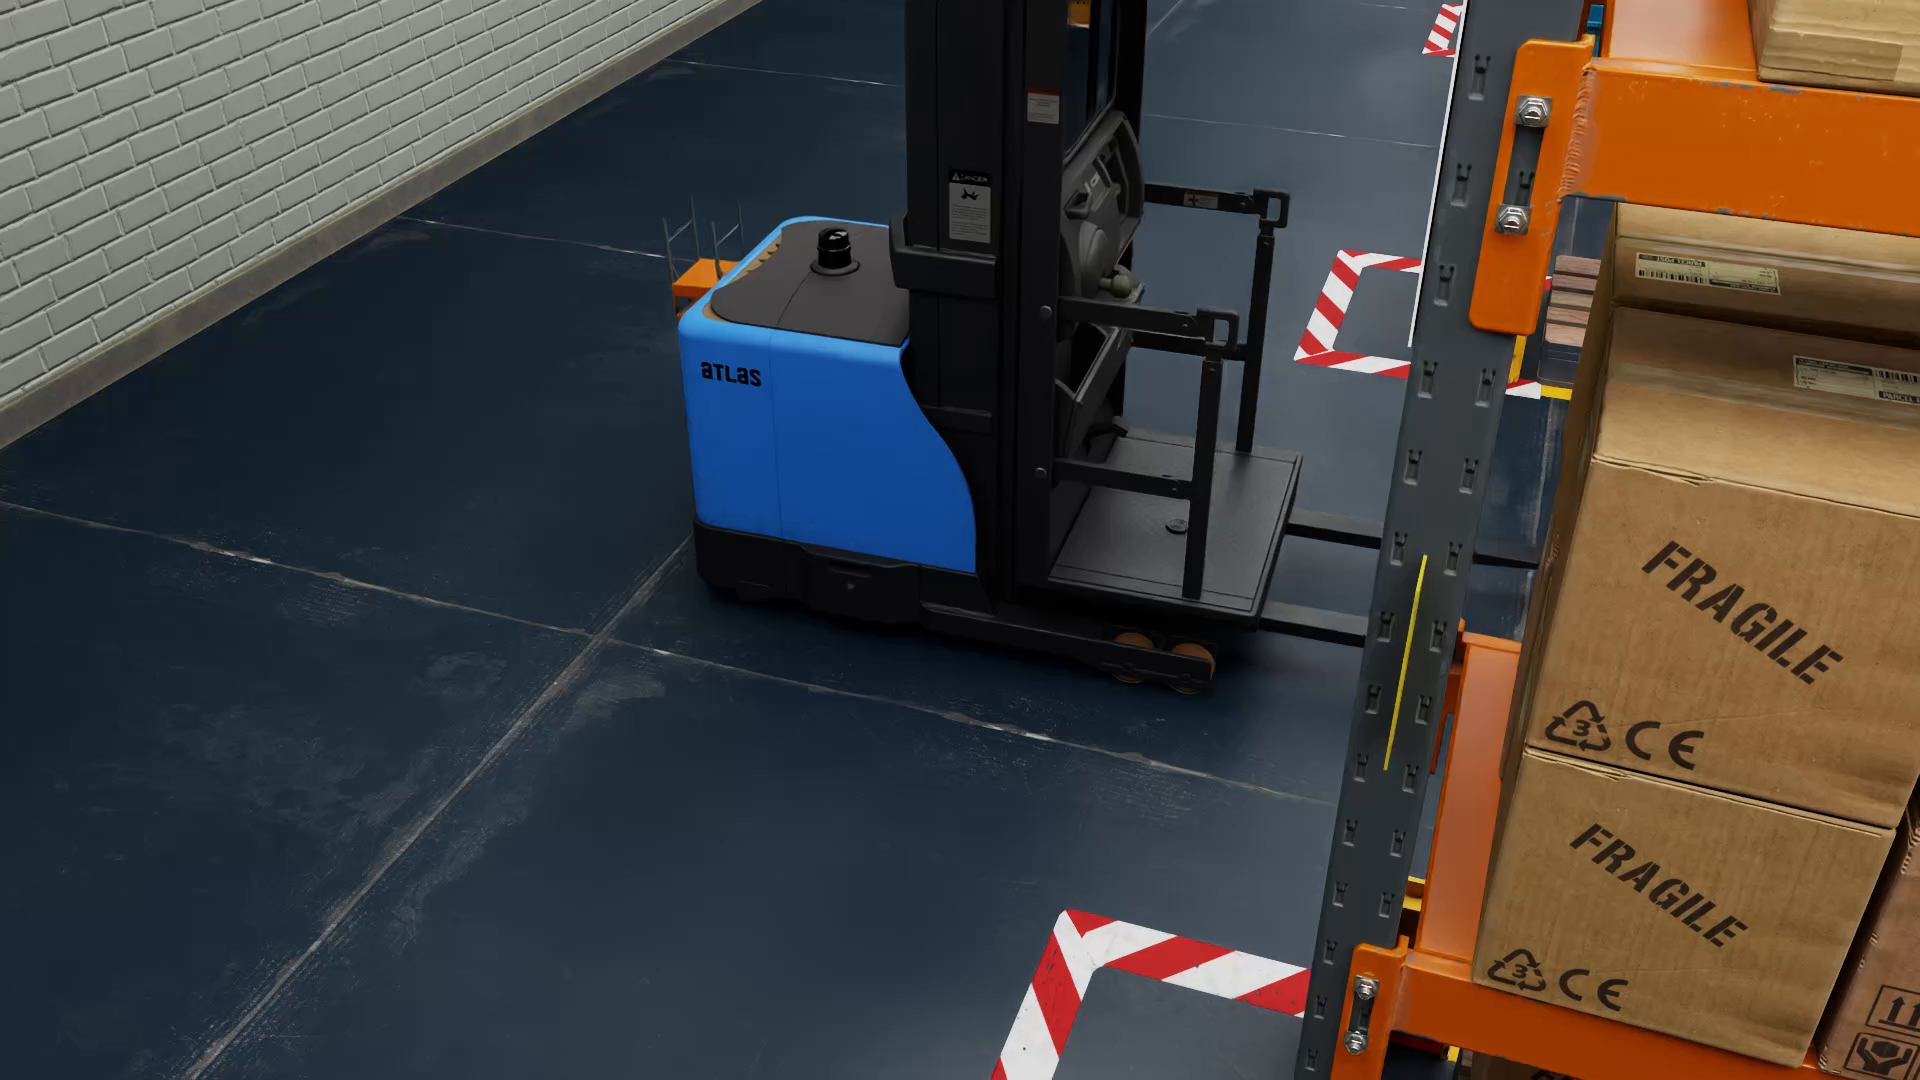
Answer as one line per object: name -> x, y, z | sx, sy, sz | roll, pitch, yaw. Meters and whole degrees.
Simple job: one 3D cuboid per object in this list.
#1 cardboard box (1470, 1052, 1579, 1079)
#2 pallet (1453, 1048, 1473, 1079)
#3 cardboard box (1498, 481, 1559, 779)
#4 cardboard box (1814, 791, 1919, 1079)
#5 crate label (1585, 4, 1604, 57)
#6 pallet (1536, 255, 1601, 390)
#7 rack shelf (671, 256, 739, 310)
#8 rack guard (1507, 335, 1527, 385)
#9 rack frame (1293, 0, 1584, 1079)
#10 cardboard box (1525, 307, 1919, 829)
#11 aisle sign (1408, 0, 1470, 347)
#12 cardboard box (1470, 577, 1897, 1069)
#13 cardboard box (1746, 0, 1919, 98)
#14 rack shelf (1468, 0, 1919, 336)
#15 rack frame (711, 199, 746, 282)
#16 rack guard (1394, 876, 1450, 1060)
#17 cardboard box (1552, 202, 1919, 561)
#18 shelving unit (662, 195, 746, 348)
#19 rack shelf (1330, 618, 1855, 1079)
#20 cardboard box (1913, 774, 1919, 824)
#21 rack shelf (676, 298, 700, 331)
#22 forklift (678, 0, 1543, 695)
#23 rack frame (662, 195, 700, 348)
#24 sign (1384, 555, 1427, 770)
cardboard box -> 1.422, 1.105, 3.671 | 0.500, 0.500, 0.500 | 11, 34, 16
pallet -> 1.650, 1.597, 3.582 | 1.213, 0.211, 1.003 | 11, 34, 16
cardboard box -> 1.341, 0.167, 3.133 | 0.500, 0.500, 0.500 | 12, 35, 18
cardboard box -> 1.644, 0.532, 2.568 | 0.500, 0.500, 0.500 | 11, 34, 16
crate label -> 2.623, -2.004, 6.687 | 0.303, 0.233, 0.416 | 11, 34, 16
pallet -> 3.265, -0.920, 7.480 | 1.213, 0.211, 1.003 | 11, 34, 16
rack shelf -> -0.897, -0.918, 5.979 | 0.180, 0.103, 0.258 | 8, 34, 15
rack guard -> 2.475, -1.210, 7.663 | 0.348, 0.500, 1.175 | 11, 34, 16
rack frame -> 0.827, 0.266, 3.072 | 0.127, 3.000, 1.000 | 11, 34, 16
cardboard box -> 1.156, 0.020, 2.439 | 0.500, 0.500, 0.500 | 12, 35, 18
aisle sign -> 0.664, -0.688, 2.154 | 0.004, 0.787, 0.394 | 11, 34, 16
cardboard box -> 1.156, 0.440, 2.711 | 0.500, 0.500, 0.500 | 12, 35, 17
cardboard box -> 1.225, -0.707, 1.952 | 0.500, 0.250, 0.500 | 11, 34, 16
rack shelf -> 2.710, -0.326, 1.887 | 4.000, 0.370, 1.077 | 11, 34, 16
rack frame -> -0.799, -0.640, 6.123 | 0.006, 1.200, 0.240 | 8, 34, 15
rack guard -> 0.899, 1.330, 3.728 | 0.348, 0.500, 1.175 | 11, 34, 16
cardboard box -> 1.339, -0.255, 2.865 | 0.500, 0.500, 0.500 | 11, 34, 16
shelving unit -> -0.886, -0.651, 6.147 | 0.189, 1.200, 0.258 | 8, 34, 15
rack shelf -> 2.710, 0.935, 2.700 | 4.000, 0.370, 1.077 | 11, 34, 16
cardboard box -> 1.651, 0.112, 2.297 | 0.500, 0.500, 0.500 | 11, 35, 17
rack shelf -> -0.893, -0.817, 6.043 | 0.180, 0.103, 0.258 | 8, 34, 15
forklift -> 0.638, -1.048, 5.171 | 3.031, 2.935, 1.130 | 10, 34, 15
rack frame -> -0.974, -0.663, 6.171 | 0.006, 1.200, 0.240 | 8, 34, 15
sign -> 0.645, 0.180, 2.408 | 0.005, 0.325, 0.100 | 11, 34, 16
